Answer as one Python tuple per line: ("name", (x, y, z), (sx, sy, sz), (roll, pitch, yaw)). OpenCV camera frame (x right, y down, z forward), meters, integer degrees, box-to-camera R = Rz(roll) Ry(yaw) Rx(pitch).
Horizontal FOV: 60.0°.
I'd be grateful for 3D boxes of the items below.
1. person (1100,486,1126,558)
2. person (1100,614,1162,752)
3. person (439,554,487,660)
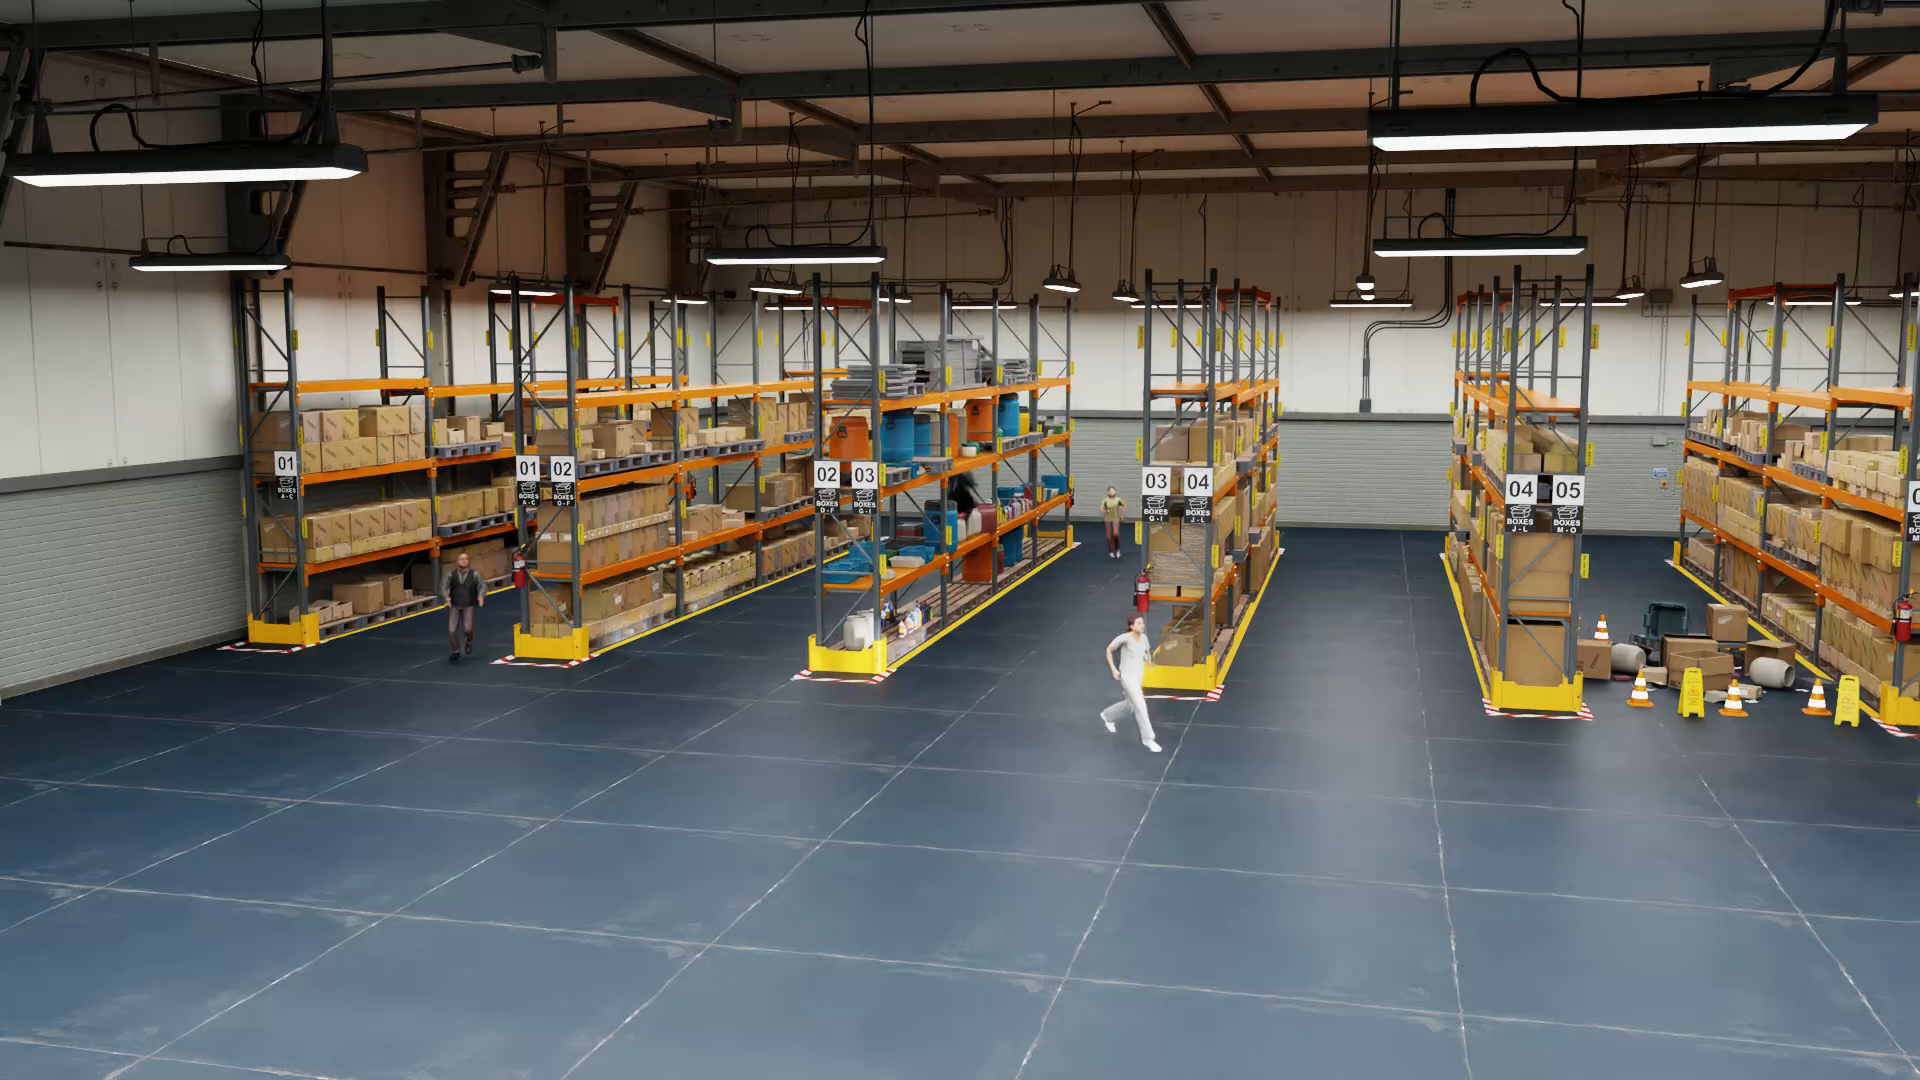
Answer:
("person", (3.519, -0.416, 38.328), (0.578, 1.651, 0.663), (1, 7, 11))
("person", (2.103, 1.720, 20.567), (0.587, 1.664, 1.008), (-6, 9, -39))
("person", (-7.824, 1.053, 26.153), (0.707, 1.660, 0.532), (-1, 7, -8))
